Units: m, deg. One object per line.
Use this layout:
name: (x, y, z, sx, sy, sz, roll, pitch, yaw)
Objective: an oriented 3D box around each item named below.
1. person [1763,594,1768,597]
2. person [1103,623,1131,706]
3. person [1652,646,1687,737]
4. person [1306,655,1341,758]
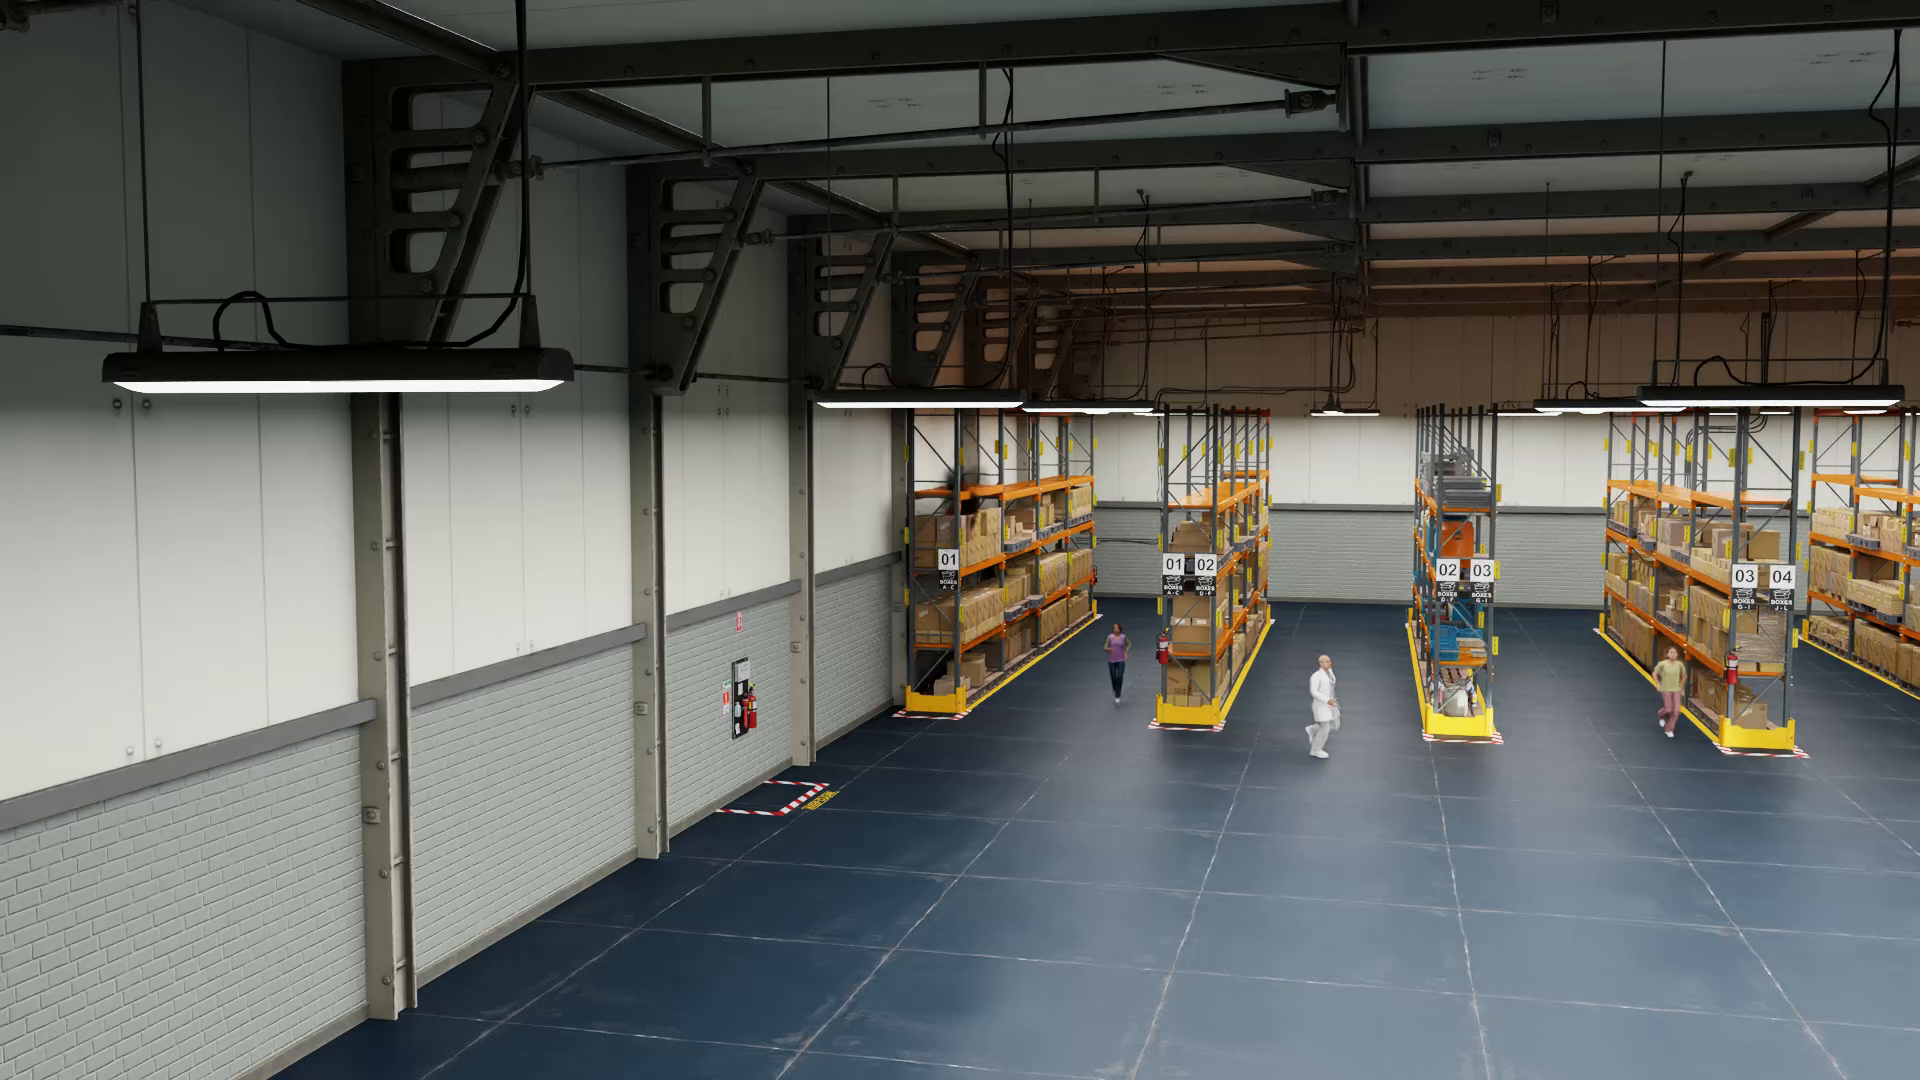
person: (20.711, 1.775, 43.304, 0.722, 1.638, 0.624, -4, 6, -42)
person: (3.152, 2.477, 33.443, 0.532, 1.588, 0.786, 1, 4, 11)
person: (12.844, 2.730, 30.066, 0.582, 1.628, 0.558, 1, 4, 8)
person: (6.158, 2.809, 28.177, 0.699, 1.738, 0.734, 4, 6, 44)
